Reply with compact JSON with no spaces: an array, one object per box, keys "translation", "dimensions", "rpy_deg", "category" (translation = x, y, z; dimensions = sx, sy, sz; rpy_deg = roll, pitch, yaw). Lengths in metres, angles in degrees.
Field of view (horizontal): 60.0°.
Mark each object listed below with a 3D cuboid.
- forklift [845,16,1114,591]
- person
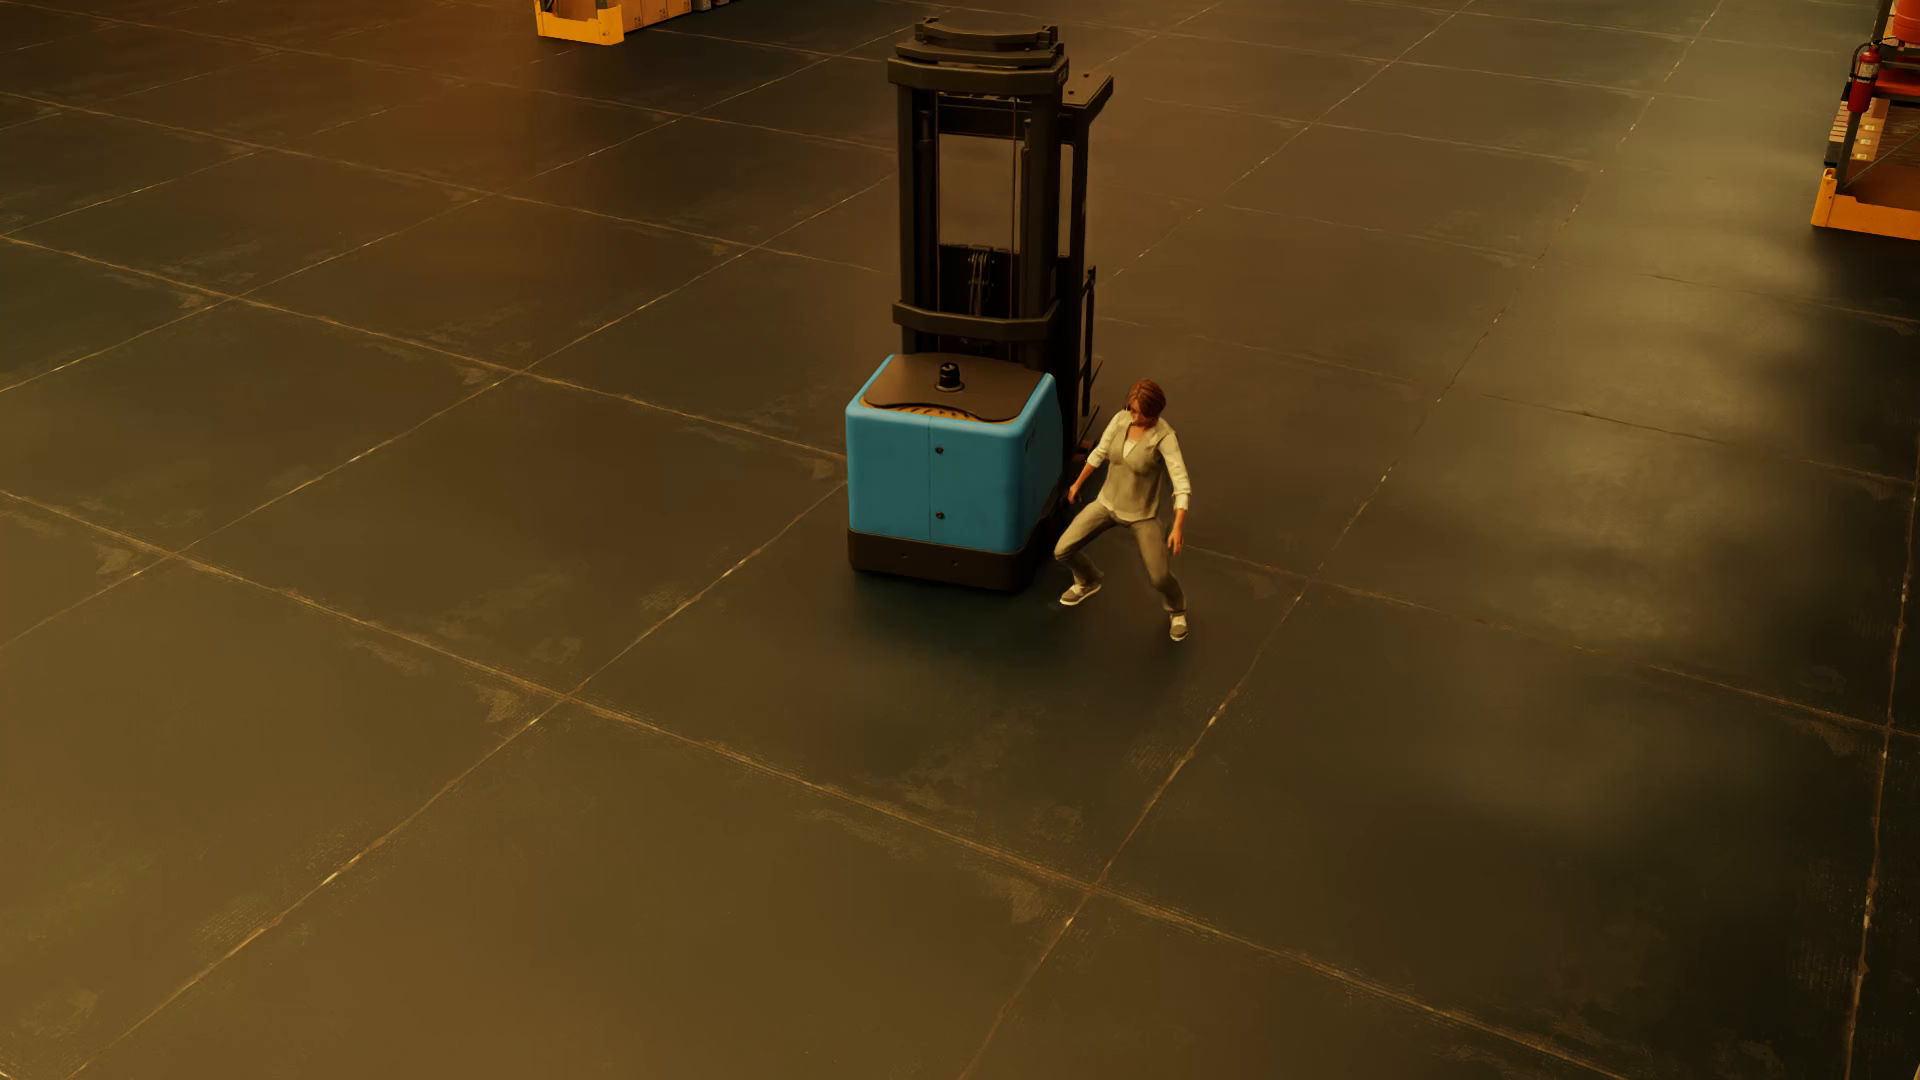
[{"translation":[0.259,-1.706,10.026],"dimensions":[1.130,2.935,3.031],"rpy_deg":[8,31,14],"category":"forklift"},{"translation":[0.907,-0.162,8.827],"dimensions":[0.803,1.489,0.563],"rpy_deg":[23,37,34],"category":"person"}]
